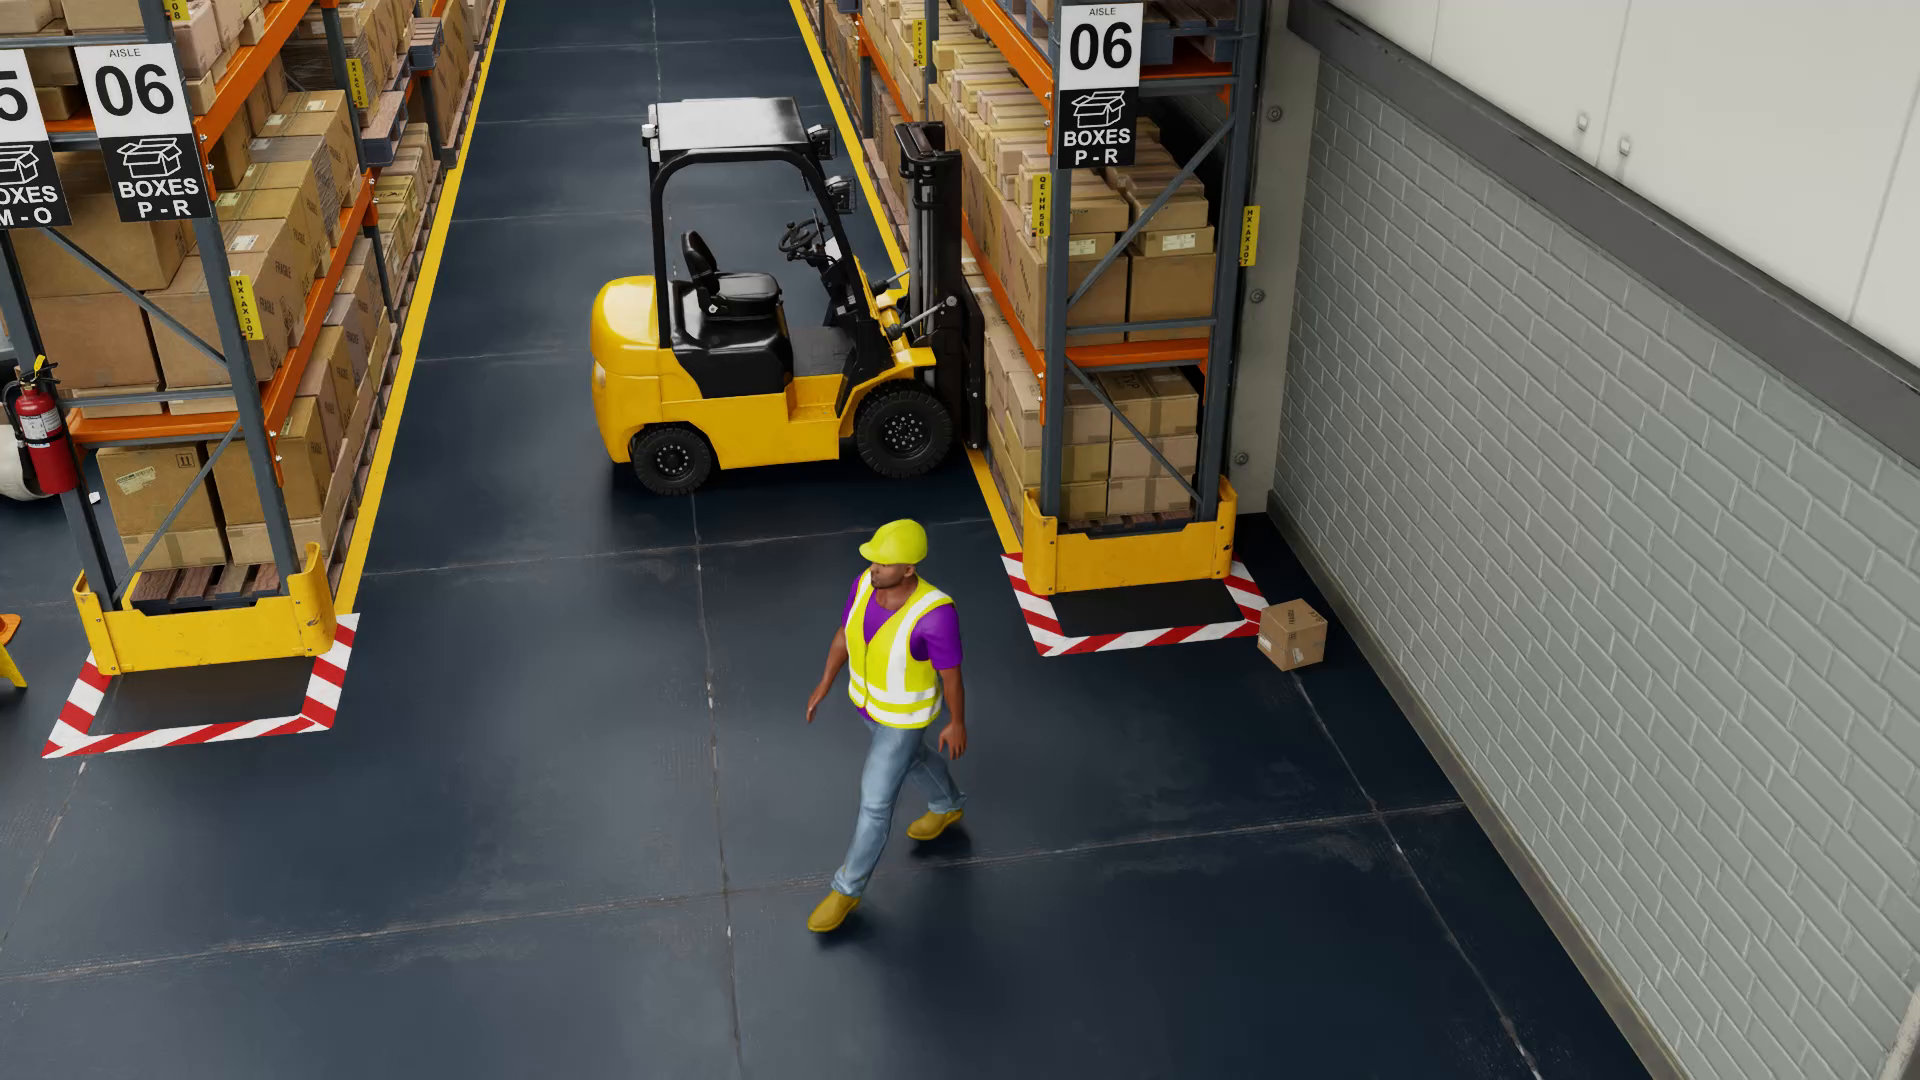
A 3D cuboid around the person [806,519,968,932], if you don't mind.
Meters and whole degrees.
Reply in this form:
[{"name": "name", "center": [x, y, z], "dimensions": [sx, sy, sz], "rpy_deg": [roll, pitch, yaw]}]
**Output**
[{"name": "person", "center": [-0.349, 0.698, 6.908], "dimensions": [1.002, 1.710, 0.609], "rpy_deg": [-23, 38, -34]}]
